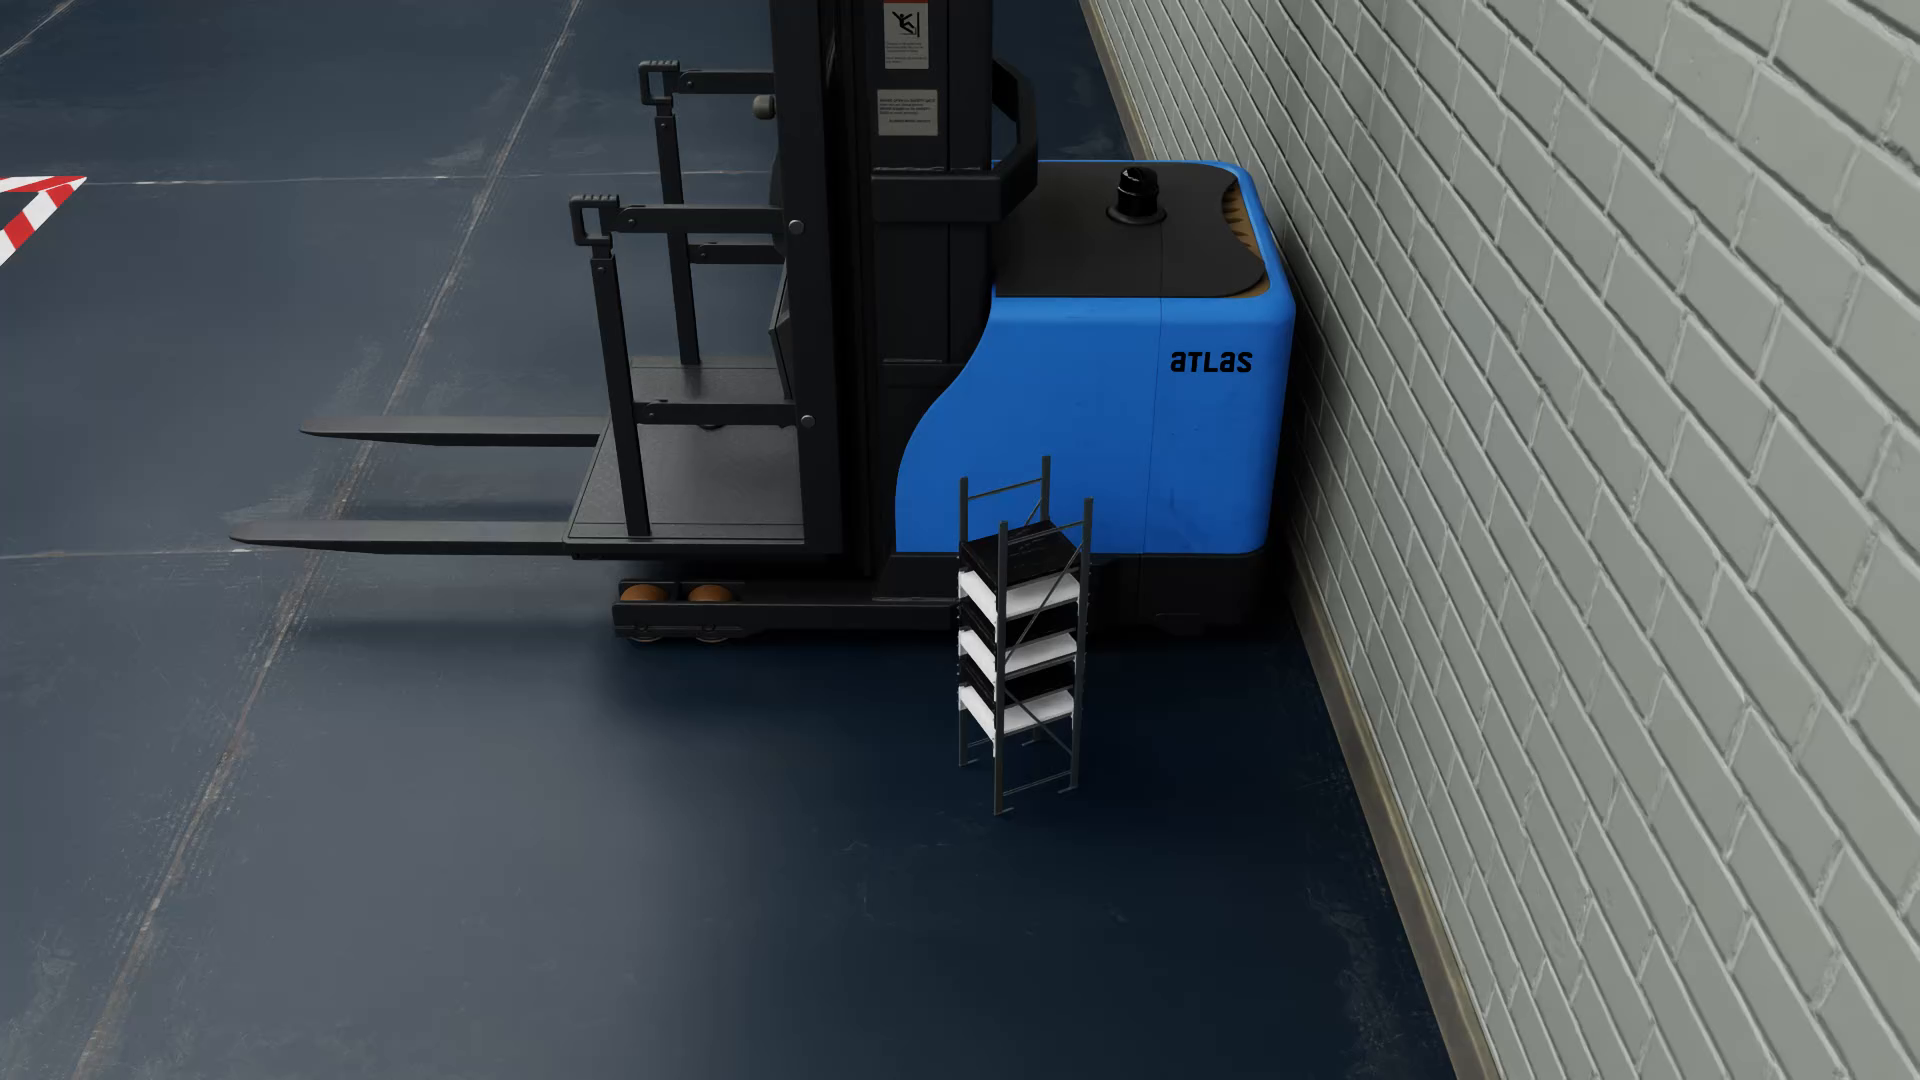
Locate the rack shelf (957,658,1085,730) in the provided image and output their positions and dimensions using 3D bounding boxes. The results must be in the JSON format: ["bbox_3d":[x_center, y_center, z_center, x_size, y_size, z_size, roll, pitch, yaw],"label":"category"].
[{"bbox_3d":[0.152,0.351,4.168,0.258,0.077,0.200,-15,38,-21],"label":"rack shelf"}]

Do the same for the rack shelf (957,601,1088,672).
[{"bbox_3d":[0.152,0.203,4.066,0.258,0.077,0.200,-15,38,-21],"label":"rack shelf"}]

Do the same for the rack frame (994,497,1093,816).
[{"bbox_3d":[0.196,0.302,4.023,0.240,0.900,0.006,-15,38,-21],"label":"rack frame"}]

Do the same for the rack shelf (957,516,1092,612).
[{"bbox_3d":[0.152,0.055,3.964,0.258,0.077,0.200,-15,38,-21],"label":"rack shelf"}]

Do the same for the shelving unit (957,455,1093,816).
[{"bbox_3d":[0.152,0.250,4.098,0.258,0.900,0.210,-15,38,-21],"label":"shelving unit"}]

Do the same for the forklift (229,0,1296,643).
[{"bbox_3d":[-0.626,-1.209,4.422,3.031,2.935,1.130,0,35,1],"label":"forklift"}]

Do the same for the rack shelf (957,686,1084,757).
[{"bbox_3d":[0.152,0.425,4.220,0.258,0.077,0.200,-15,38,-21],"label":"rack shelf"}]

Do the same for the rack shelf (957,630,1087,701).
[{"bbox_3d":[0.152,0.277,4.117,0.258,0.077,0.200,-15,38,-21],"label":"rack shelf"}]

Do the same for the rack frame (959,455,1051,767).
[{"bbox_3d":[0.107,0.198,4.173,0.240,0.900,0.006,-15,38,-21],"label":"rack frame"}]

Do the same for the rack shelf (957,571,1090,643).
[{"bbox_3d":[0.152,0.129,4.015,0.258,0.077,0.200,-15,38,-21],"label":"rack shelf"}]
